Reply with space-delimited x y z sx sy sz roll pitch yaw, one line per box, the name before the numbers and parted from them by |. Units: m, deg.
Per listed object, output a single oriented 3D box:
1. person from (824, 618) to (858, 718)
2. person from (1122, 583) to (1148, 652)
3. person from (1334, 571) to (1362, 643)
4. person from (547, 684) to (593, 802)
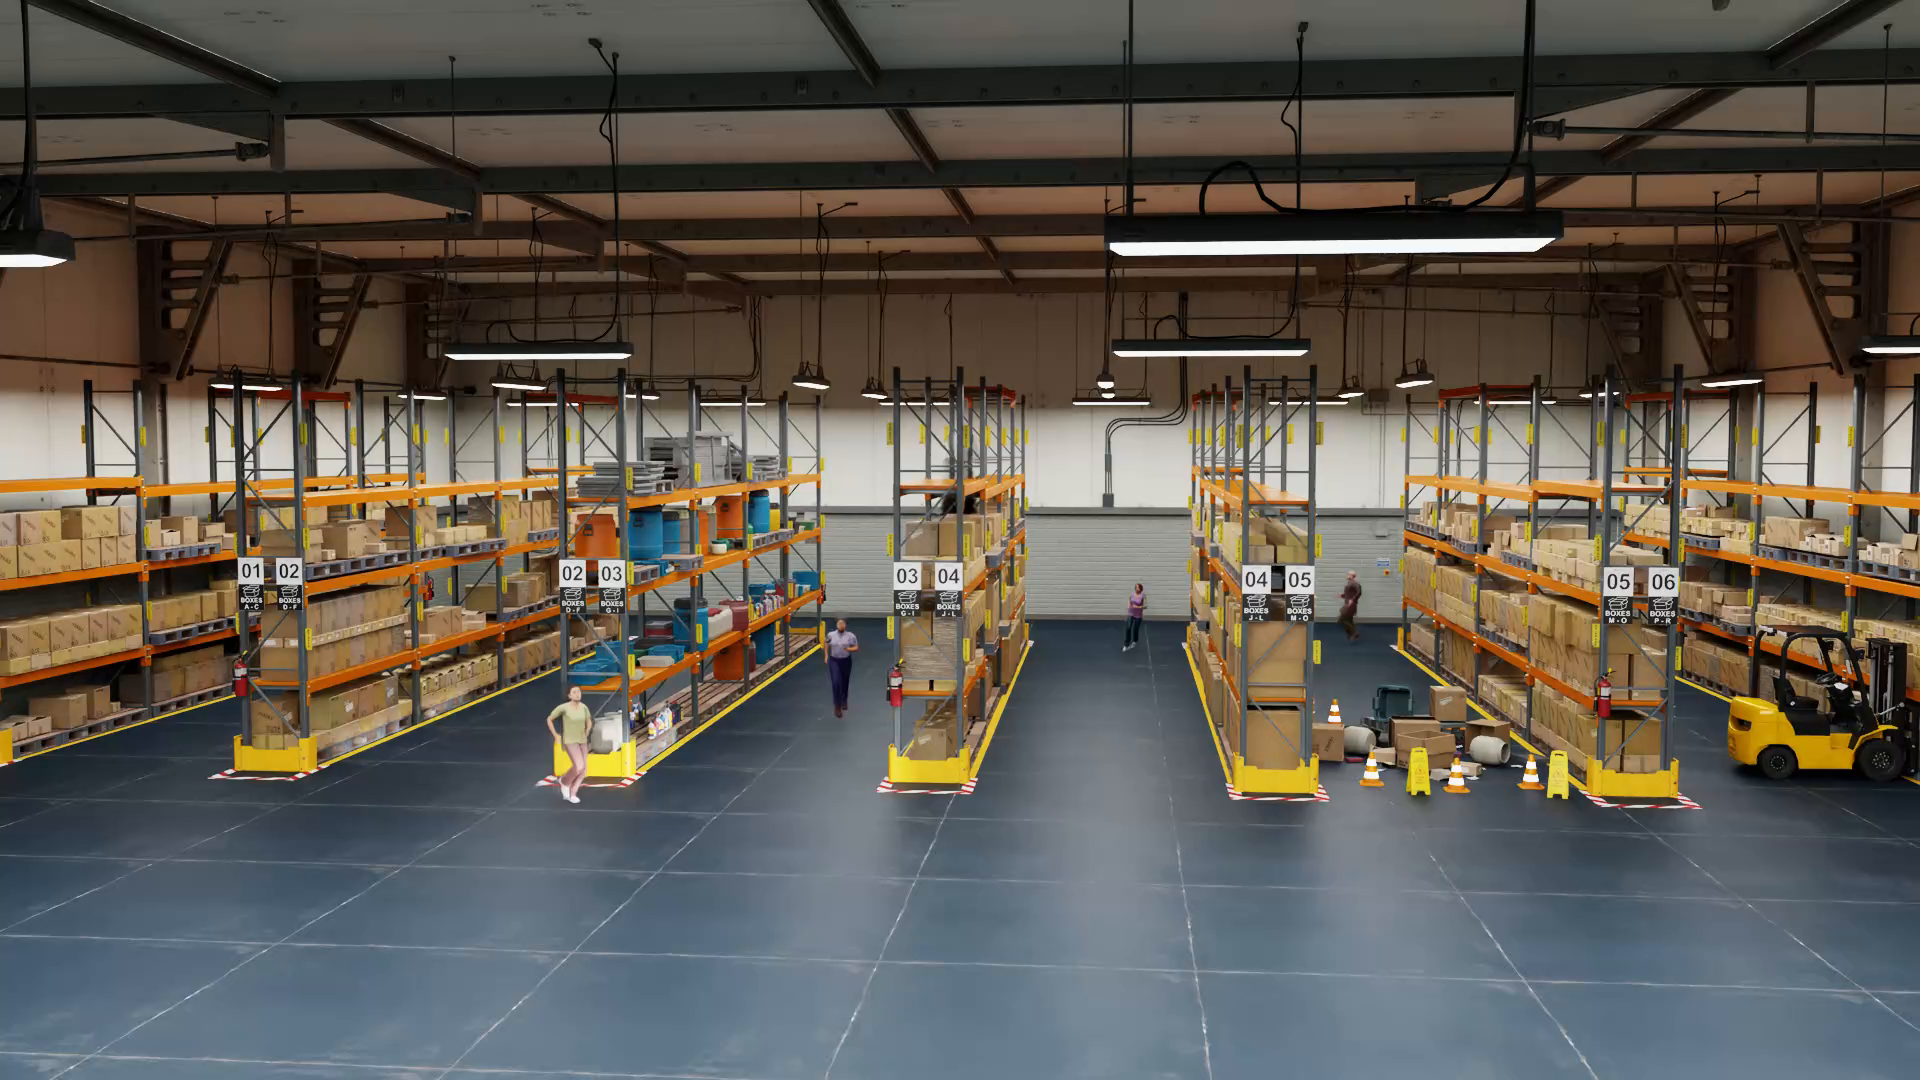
person | -2.066 2.186 28.886 0.571 1.692 0.817 -1 4 -9
person | 4.149 1.855 38.872 0.548 1.527 0.748 1 4 22
person | 9.438 1.624 40.496 0.649 1.768 0.754 1 4 8
person | -5.250 2.792 22.715 0.543 1.595 0.589 3 5 41
